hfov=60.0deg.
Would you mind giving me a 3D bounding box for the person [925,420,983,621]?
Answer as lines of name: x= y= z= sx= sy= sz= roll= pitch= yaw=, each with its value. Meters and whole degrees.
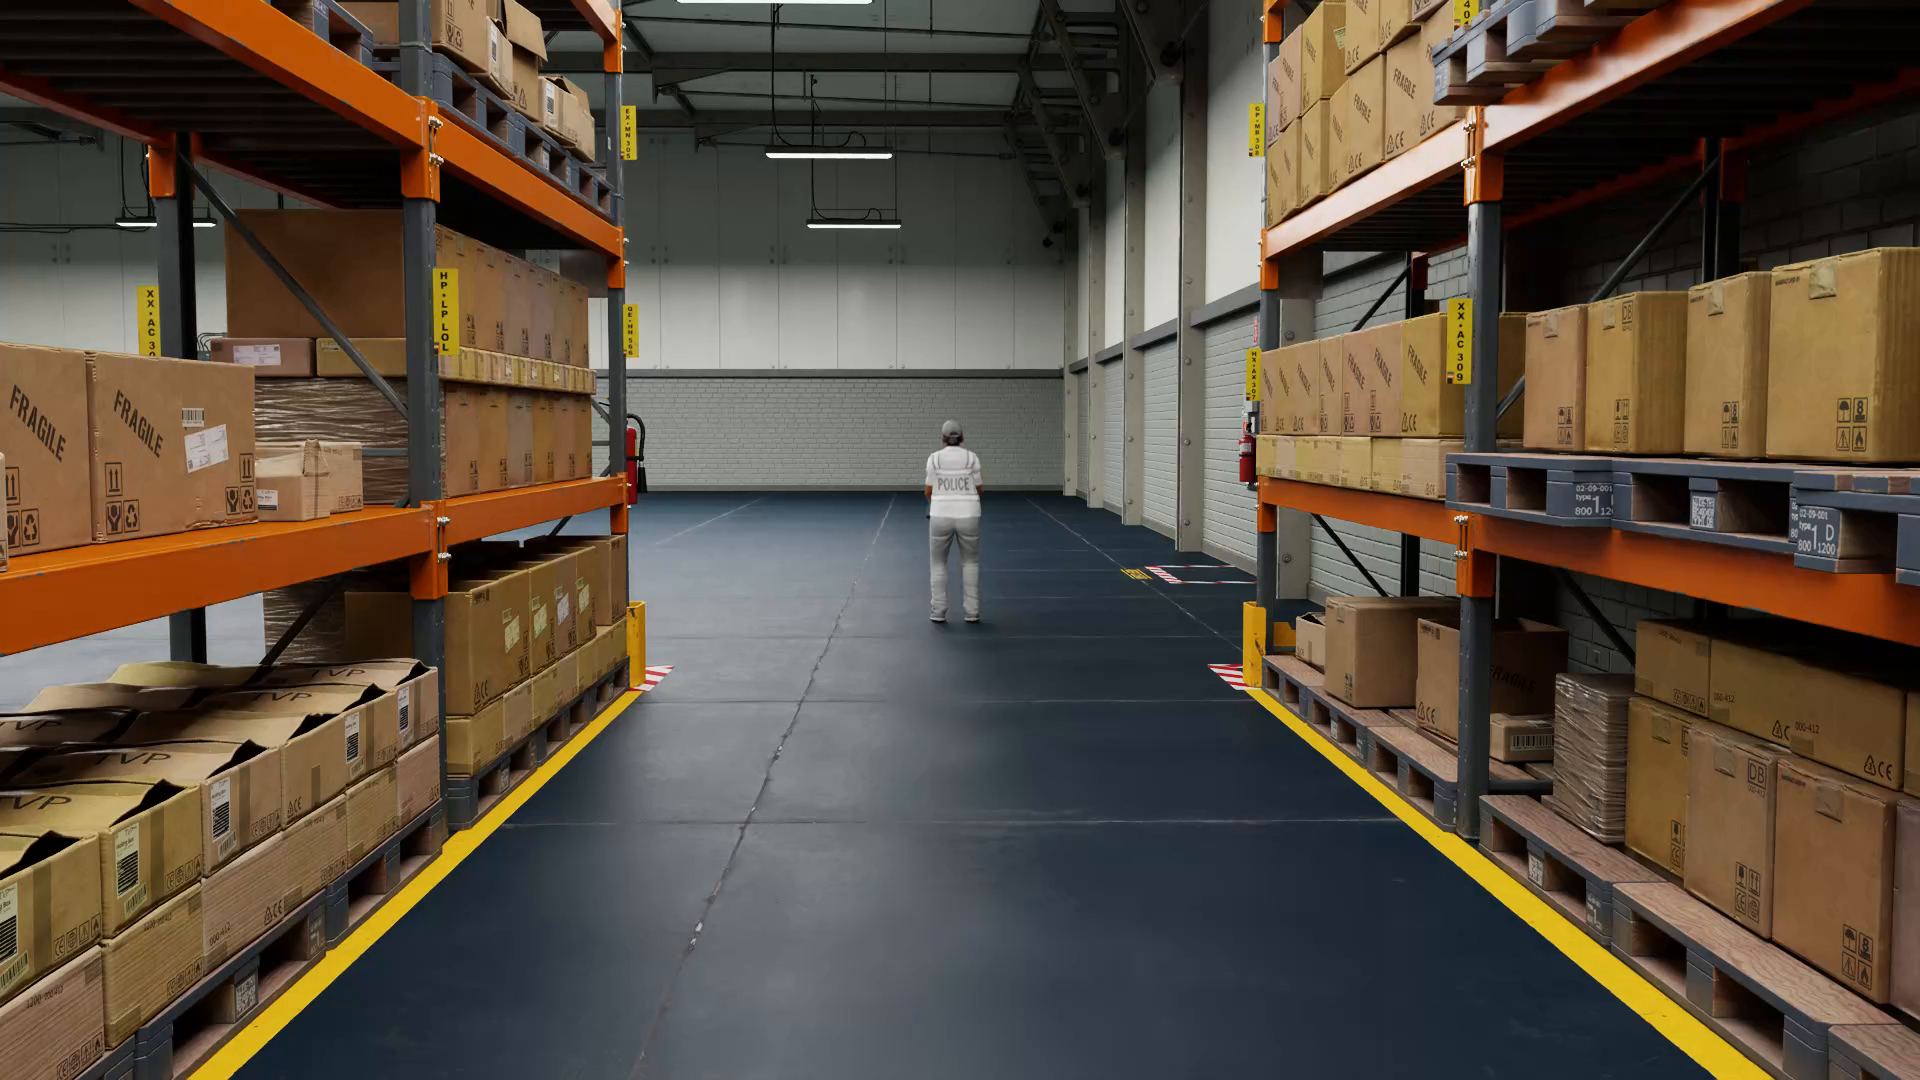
person: x=-0.052 y=-0.160 z=13.821 sx=0.476 sy=1.666 sz=0.531 roll=0 pitch=4 yaw=-2
